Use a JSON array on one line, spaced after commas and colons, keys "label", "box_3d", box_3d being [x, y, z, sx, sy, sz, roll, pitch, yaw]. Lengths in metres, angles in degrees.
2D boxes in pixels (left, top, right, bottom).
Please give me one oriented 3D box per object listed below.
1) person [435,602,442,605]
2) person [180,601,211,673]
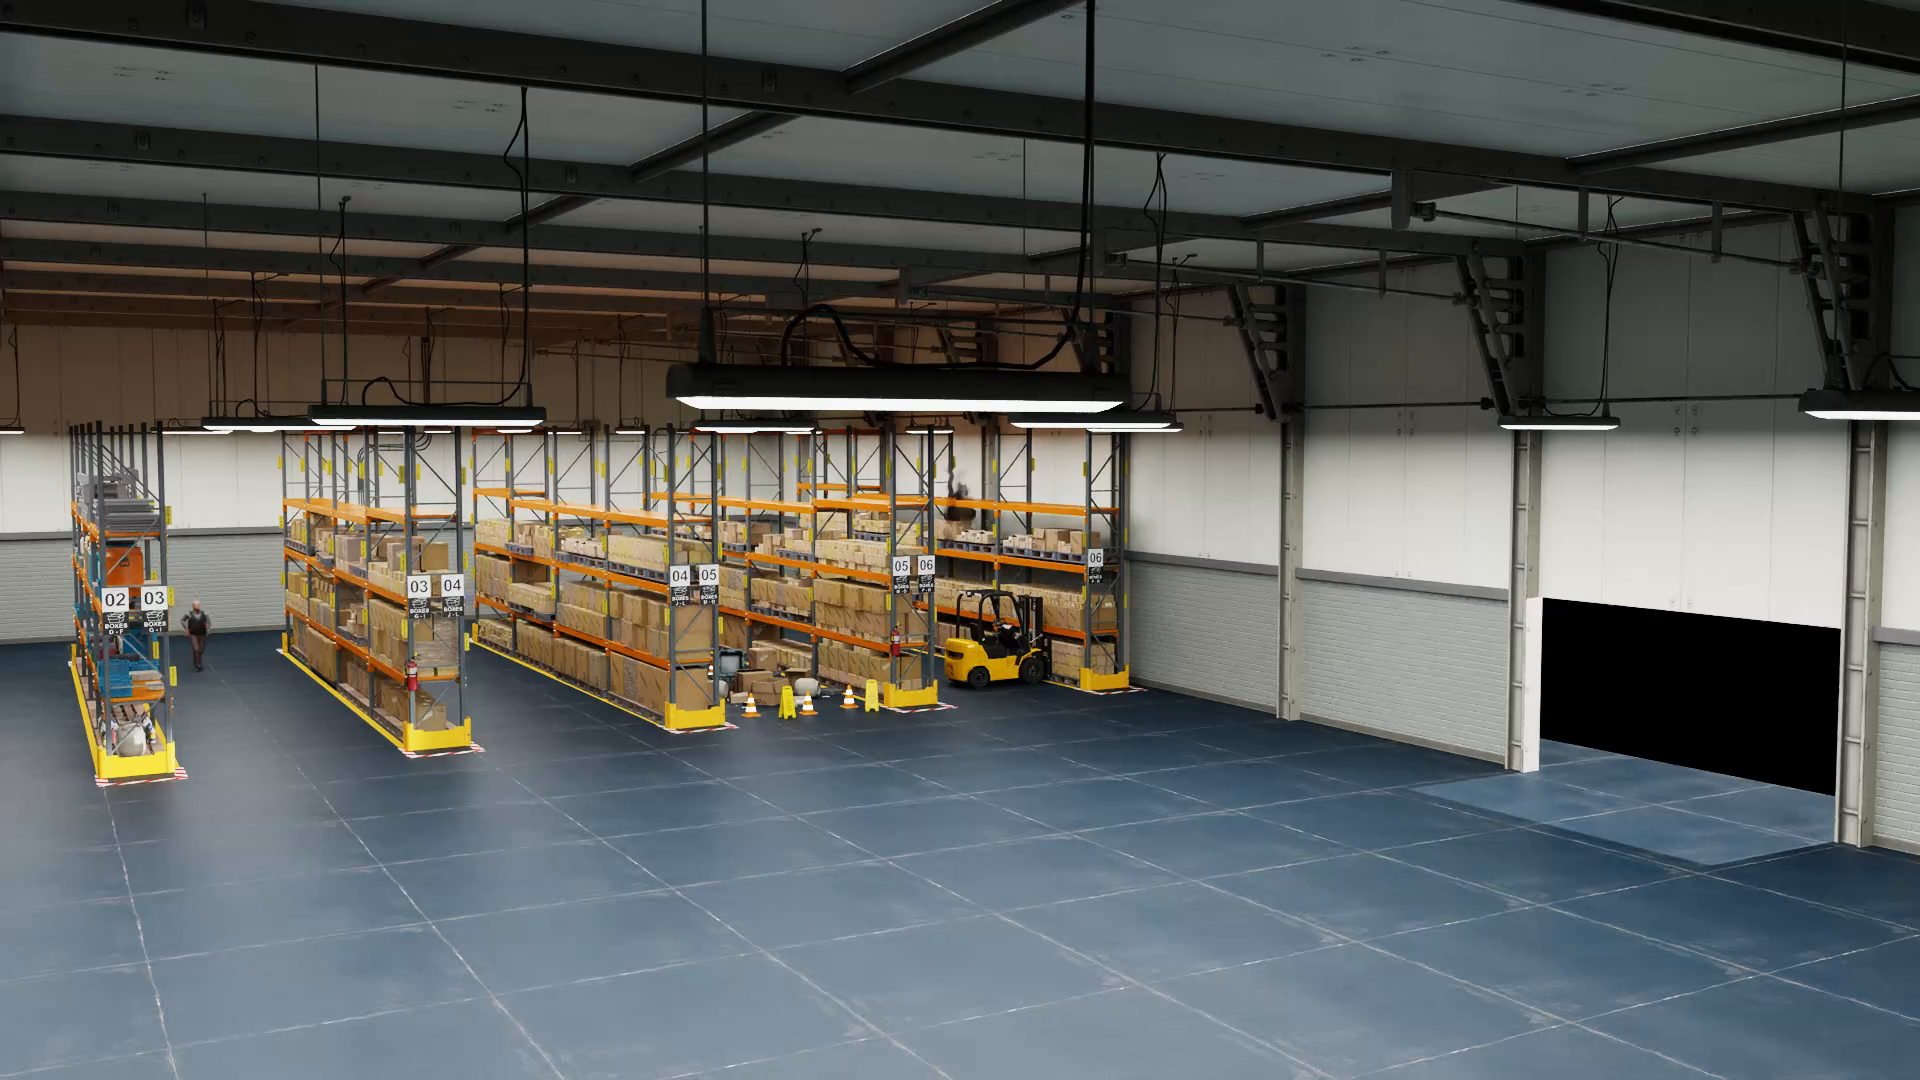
[{"label": "person", "box_3d": [-14.407, 2.130, 45.492, 0.621, 1.631, 0.759, 0, 4, -6]}, {"label": "person", "box_3d": [-18.691, 2.354, 40.739, 0.663, 1.725, 0.928, -3, 5, -41]}]
